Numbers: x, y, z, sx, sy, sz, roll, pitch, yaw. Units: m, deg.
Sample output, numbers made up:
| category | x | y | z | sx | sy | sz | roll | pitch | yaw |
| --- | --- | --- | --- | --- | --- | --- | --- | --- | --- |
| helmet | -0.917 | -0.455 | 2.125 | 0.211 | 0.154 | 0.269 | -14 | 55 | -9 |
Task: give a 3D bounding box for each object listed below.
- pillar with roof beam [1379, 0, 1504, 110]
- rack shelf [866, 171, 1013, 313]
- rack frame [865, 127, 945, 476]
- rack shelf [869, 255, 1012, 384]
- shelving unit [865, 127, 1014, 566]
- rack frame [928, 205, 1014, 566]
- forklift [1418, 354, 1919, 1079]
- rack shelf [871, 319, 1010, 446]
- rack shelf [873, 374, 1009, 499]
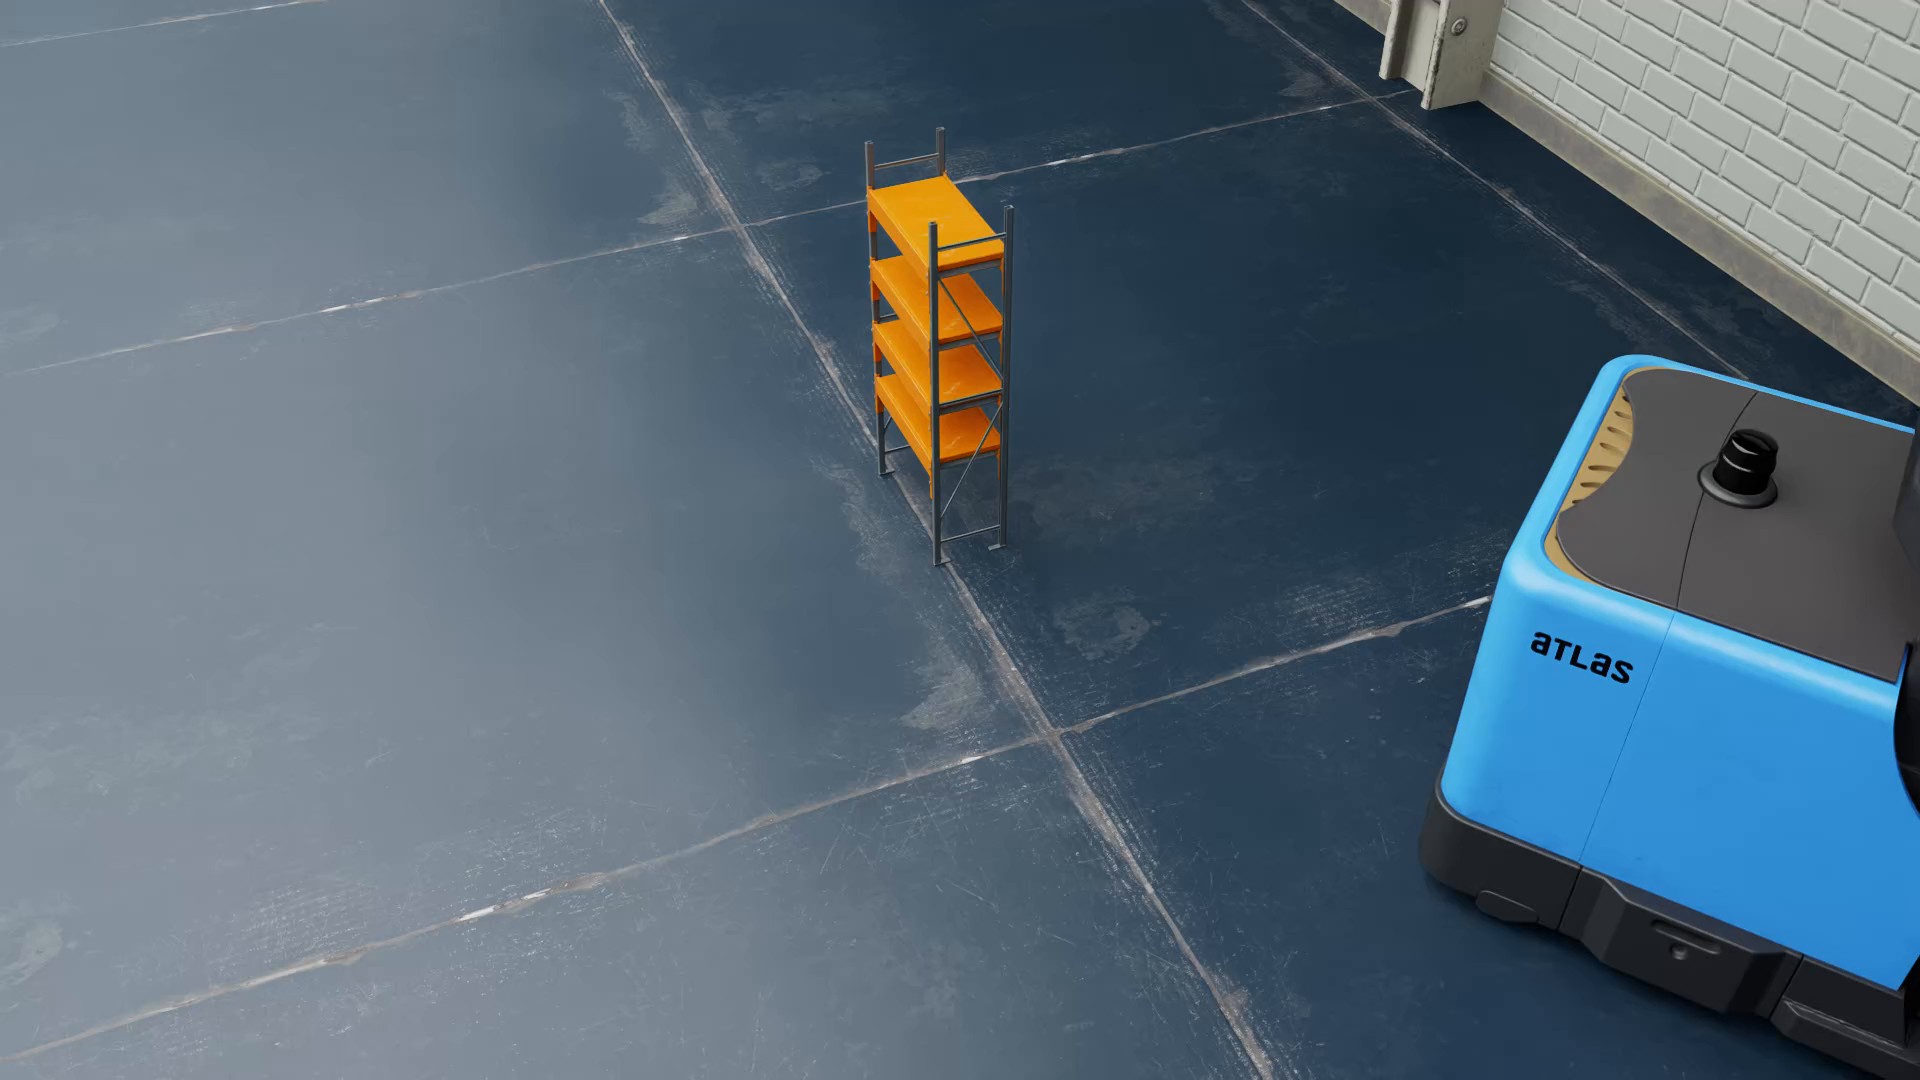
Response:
| category | x | y | z | sx | sy | sz | roll | pitch | yaw |
| --- | --- | --- | --- | --- | --- | --- | --- | --- | --- |
| pillar with roof beam | -1.803 | -4.434 | 3.505 | 9.100 | 9.000 | 0.400 | -15 | 43 | -17 |
| rack shelf | -0.063 | -0.853 | 4.719 | 0.258 | 0.148 | 0.480 | -15 | 43 | -17 |
| rack frame | -0.157 | -0.702 | 5.146 | 0.240 | 1.200 | 0.015 | -15 | 43 | -17 |
| rack shelf | -0.063 | -0.673 | 4.873 | 0.258 | 0.148 | 0.480 | -15 | 43 | -17 |
| shelving unit | -0.063 | -0.555 | 4.975 | 0.258 | 1.200 | 0.503 | -15 | 43 | -17 |
| rack frame | 0.030 | -0.408 | 4.804 | 0.240 | 1.200 | 0.015 | -15 | 43 | -17 |
| forklift | 2.694 | -0.029 | 3.036 | 3.031 | 2.935 | 1.130 | 21 | 45 | 22 |
| rack shelf | -0.063 | -0.504 | 5.019 | 0.258 | 0.148 | 0.480 | -15 | 43 | -17 |
| rack shelf | -0.063 | -0.353 | 5.148 | 0.258 | 0.148 | 0.480 | -15 | 43 | -17 |
